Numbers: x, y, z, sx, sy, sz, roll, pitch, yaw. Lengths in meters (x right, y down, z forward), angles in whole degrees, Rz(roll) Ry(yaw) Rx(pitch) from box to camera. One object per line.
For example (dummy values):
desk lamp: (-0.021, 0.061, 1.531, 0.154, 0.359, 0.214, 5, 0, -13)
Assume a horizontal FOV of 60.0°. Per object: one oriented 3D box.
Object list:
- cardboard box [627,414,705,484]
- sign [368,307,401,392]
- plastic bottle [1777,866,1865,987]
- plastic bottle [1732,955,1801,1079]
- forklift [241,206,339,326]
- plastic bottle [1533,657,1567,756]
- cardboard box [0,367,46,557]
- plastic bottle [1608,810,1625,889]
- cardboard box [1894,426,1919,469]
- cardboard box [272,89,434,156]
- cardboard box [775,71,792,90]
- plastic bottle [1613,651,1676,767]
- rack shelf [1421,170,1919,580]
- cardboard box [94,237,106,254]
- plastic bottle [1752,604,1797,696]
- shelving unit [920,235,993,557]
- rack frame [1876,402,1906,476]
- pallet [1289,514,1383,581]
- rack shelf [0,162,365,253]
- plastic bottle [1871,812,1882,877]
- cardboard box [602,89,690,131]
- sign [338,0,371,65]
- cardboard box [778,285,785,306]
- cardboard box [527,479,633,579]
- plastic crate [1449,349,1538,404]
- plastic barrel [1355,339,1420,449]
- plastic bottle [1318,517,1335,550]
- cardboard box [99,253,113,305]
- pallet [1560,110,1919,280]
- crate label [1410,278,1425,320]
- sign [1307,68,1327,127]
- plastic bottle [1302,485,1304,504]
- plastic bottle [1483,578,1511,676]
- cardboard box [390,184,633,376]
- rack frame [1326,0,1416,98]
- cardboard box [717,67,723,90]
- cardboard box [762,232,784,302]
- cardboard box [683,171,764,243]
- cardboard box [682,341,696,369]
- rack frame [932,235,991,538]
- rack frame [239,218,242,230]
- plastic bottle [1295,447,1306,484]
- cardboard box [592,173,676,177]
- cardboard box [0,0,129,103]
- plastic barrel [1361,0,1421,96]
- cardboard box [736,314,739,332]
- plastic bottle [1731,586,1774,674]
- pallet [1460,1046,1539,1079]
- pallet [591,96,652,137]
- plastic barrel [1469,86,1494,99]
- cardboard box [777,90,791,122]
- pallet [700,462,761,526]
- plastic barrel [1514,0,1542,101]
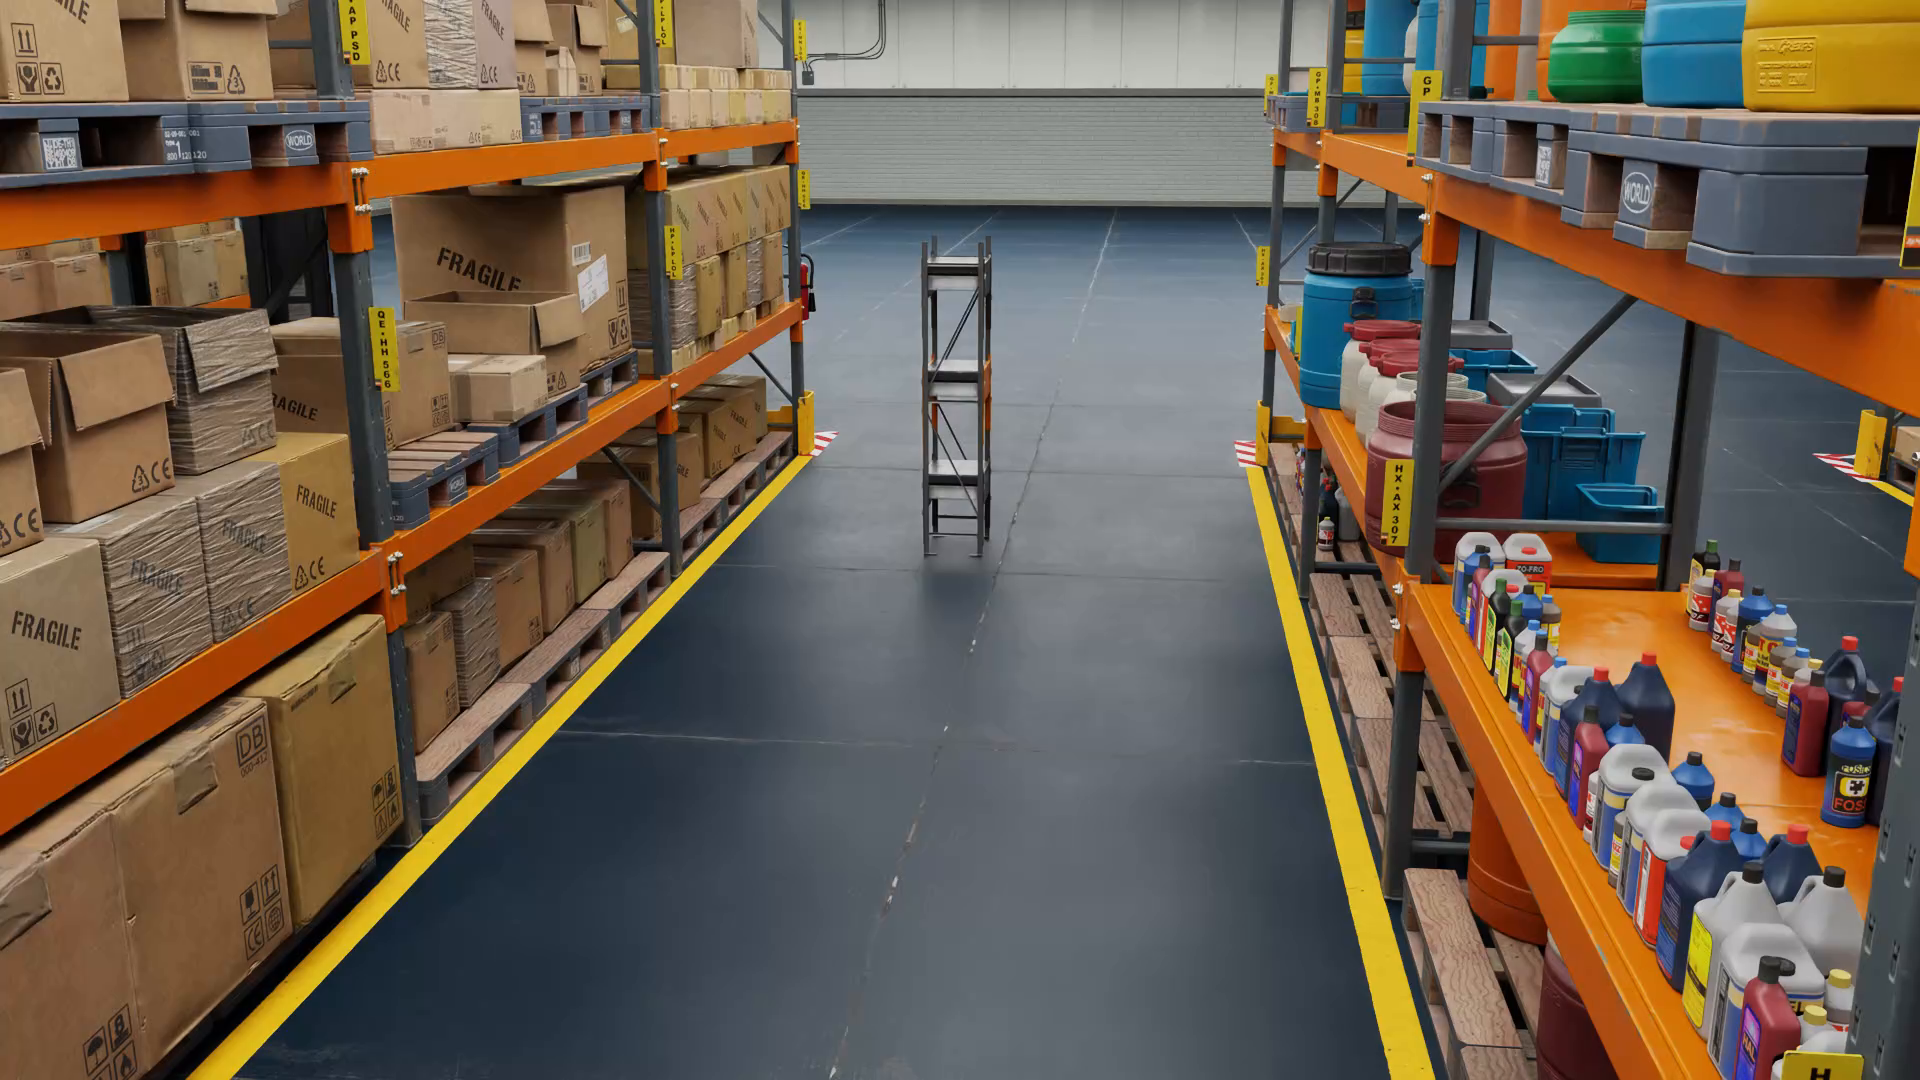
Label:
cardboard box: (-2.183, -0.638, 12.258, 0.500, 0.500, 0.500, 0, 15, 1)
sign: (-2.216, -0.733, 6.407, 0.100, 0.325, 0.005, 2, 15, 6)
plastic bottle: (1.624, 0.774, 3.148, 0.144, 0.351, 0.185, 2, 15, 6)
plastic bottle: (1.406, 0.877, 2.895, 0.061, 0.283, 0.133, 2, 15, 6)
forklift: (-5.230, -1.573, 11.865, 3.031, 2.935, 1.130, -5, 16, -19)
plastic bottle: (1.613, 0.450, 4.497, 0.097, 0.271, 0.097, 0, 15, 0)
cardboard box: (-3.012, -0.190, 4.504, 0.797, 0.503, 0.637, 2, 15, 8)
plastic bottle: (1.524, 0.687, 3.756, 0.097, 0.201, 0.097, 0, 15, 0)
cardboard box: (7.696, -0.714, 13.020, 0.500, 0.250, 0.500, 2, 15, 6)
cardboard box: (-2.462, -1.679, 6.667, 0.500, 0.250, 0.500, 2, 15, 7)
cardboard box: (-1.586, -3.751, 13.565, 0.380, 0.149, 0.250, 2, 15, 6)
plastic bottle: (1.771, 0.454, 4.332, 0.144, 0.351, 0.185, 2, 15, 6)
rack shelf: (1.928, -0.625, 3.860, 1.077, 0.370, 4.000, 2, 15, 6)
cardboard box: (-6.962, -2.507, 12.832, 0.875, 0.550, 0.500, 2, 15, 6)
plastic bottle: (2.430, 0.326, 4.955, 0.097, 0.271, 0.097, 0, 15, 0)
shelving unit: (-0.019, -0.971, 11.229, 0.431, 2.100, 0.503, 2, 15, 6)
rack frame: (7.977, -1.971, 13.207, 1.000, 3.000, 0.127, 2, 15, 6)
pallet: (2.722, 0.092, 10.917, 1.003, 0.211, 1.213, 2, 15, 6)
rack shelf: (-2.994, -0.771, 4.400, 1.077, 0.370, 4.000, 2, 15, 6)
plastic bottle: (2.137, 0.682, 3.774, 0.097, 0.201, 0.097, 0, 15, 0)
cardboard box: (-2.011, -2.712, 10.484, 0.500, 0.250, 0.500, 1, 15, 4)
sign: (-2.217, -1.907, 6.078, 0.100, 0.325, 0.005, 2, 15, 6)
cardboard box: (-1.692, -2.063, 14.026, 0.380, 0.149, 0.250, 2, 15, 6)
cardboard box: (-2.407, -0.074, 10.135, 0.700, 0.500, 0.500, 1, 15, 2)
plastic crate: (2.789, -0.778, 8.823, 0.392, 0.384, 0.575, 2, 15, 6)
plastic barrel: (2.196, -0.715, 8.298, 0.433, 0.535, 0.433, 0, 15, 0)
plastic bottle: (2.336, -0.046, 10.603, 0.097, 0.201, 0.097, 0, 15, 0)
cardboard box: (-7.026, -1.988, 12.980, 0.875, 0.550, 0.500, 2, 15, 6)
pallet: (1.693, -0.569, 2.635, 1.213, 0.211, 1.003, 2, 15, 6)
crate label: (3.117, -1.650, 11.950, 0.502, 0.435, 0.616, 2, 15, 6)
sign: (2.059, -2.552, 9.591, 0.100, 0.325, 0.005, 2, 15, 6)
plastic bottle: (2.469, -0.385, 11.724, 0.097, 0.271, 0.097, 0, 15, 0)
plastic bottle: (1.671, 0.269, 5.144, 0.061, 0.283, 0.133, 2, 15, 6)
cardboard box: (-2.545, -1.517, 9.573, 1.000, 1.000, 1.000, 2, 15, 7)
rack frame: (2.605, -3.977, 9.130, 1.000, 3.000, 0.127, 2, 15, 6)
cardboard box: (-1.864, -3.209, 11.562, 0.380, 0.149, 0.250, 1, 15, 5)
cardboard box: (-1.892, -2.181, 13.220, 0.875, 0.500, 0.500, 2, 15, 6)
cardboard box: (-1.791, -2.529, 12.593, 0.500, 0.500, 0.500, 2, 15, 6)
cardboard box: (-1.952, -1.217, 10.897, 0.380, 0.149, 0.250, 2, 15, 6)
rack frame: (0.009, -1.034, 11.463, 0.400, 2.100, 0.015, 2, 15, 6)
rack frame: (-6.782, -2.437, 14.926, 1.000, 3.000, 0.127, 2, 15, 6)
plastic bottle: (2.542, -0.553, 12.343, 0.097, 0.271, 0.097, 0, 15, 0)
cardboard box: (-2.367, -2.415, 12.170, 0.500, 0.500, 0.500, 2, 15, 6)
cardboard box: (-2.775, -1.502, 4.726, 0.500, 0.500, 0.500, 3, 15, 9)
plastic barrel: (2.823, -3.229, 10.344, 0.600, 0.901, 0.708, 2, 15, 6)
cardboard box: (-1.854, -1.608, 12.344, 0.380, 0.149, 0.250, 2, 15, 6)
plastic bottle: (2.452, 0.276, 5.142, 0.097, 0.271, 0.097, 0, 15, 0)
pallet: (1.966, 1.824, 4.513, 1.003, 0.211, 1.213, 2, 15, 6)
pallet: (-2.492, -2.427, 9.505, 1.213, 0.211, 1.003, 2, 15, 6)
plastic barrel: (2.065, -1.761, 6.948, 0.301, 0.262, 0.301, 0, 15, 0)
cardboard box: (-1.667, -3.507, 13.427, 0.500, 0.250, 0.500, 2, 15, 8)
pallet: (-2.141, -0.373, 12.638, 1.003, 0.211, 1.213, 2, 15, 6)
plastic barrel: (2.462, -1.940, 6.383, 0.600, 0.901, 0.600, 0, 15, 0)
